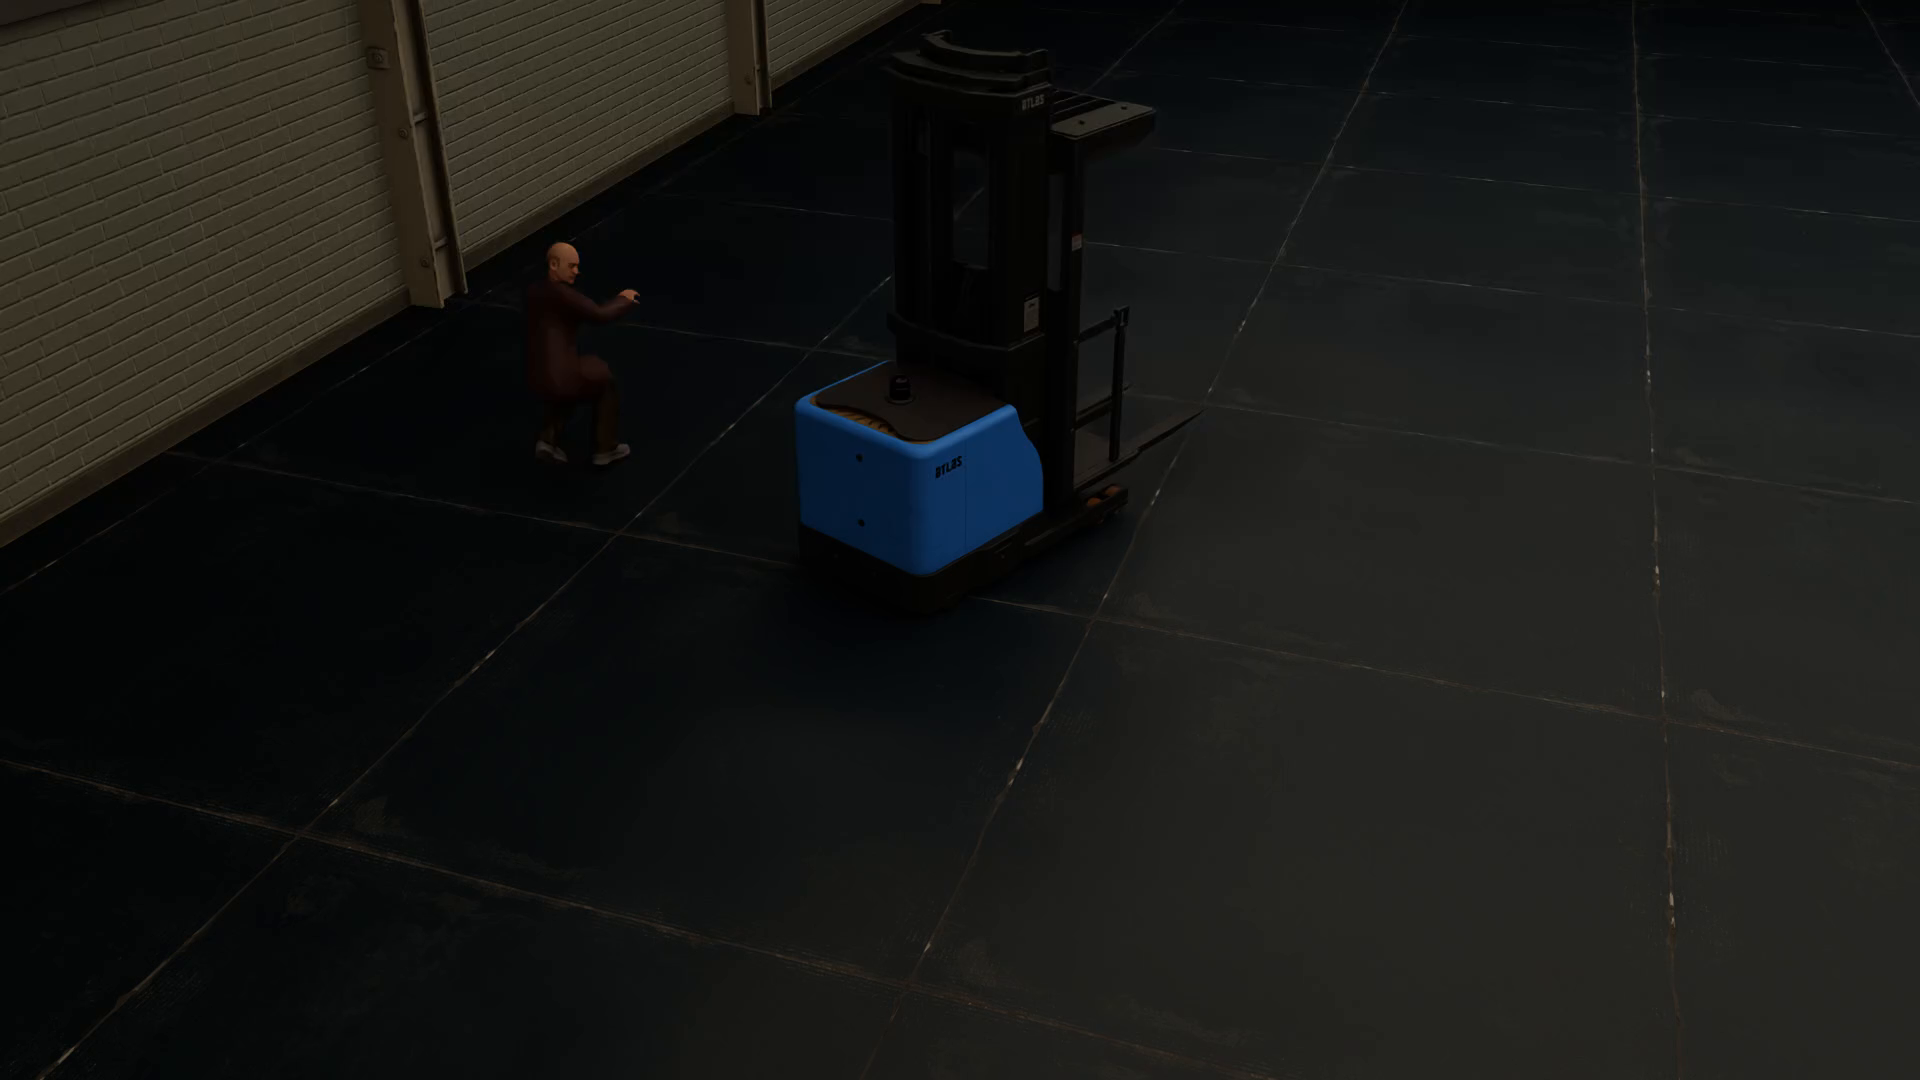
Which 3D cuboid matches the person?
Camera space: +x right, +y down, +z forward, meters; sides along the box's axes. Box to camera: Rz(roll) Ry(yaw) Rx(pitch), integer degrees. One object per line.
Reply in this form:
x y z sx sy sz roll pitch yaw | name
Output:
-2.397 -1.207 10.738 0.844 1.501 0.992 14 33 24 | person

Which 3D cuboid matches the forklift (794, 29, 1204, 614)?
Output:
0.400 -1.515 9.794 1.130 2.935 3.031 23 37 35 | forklift
